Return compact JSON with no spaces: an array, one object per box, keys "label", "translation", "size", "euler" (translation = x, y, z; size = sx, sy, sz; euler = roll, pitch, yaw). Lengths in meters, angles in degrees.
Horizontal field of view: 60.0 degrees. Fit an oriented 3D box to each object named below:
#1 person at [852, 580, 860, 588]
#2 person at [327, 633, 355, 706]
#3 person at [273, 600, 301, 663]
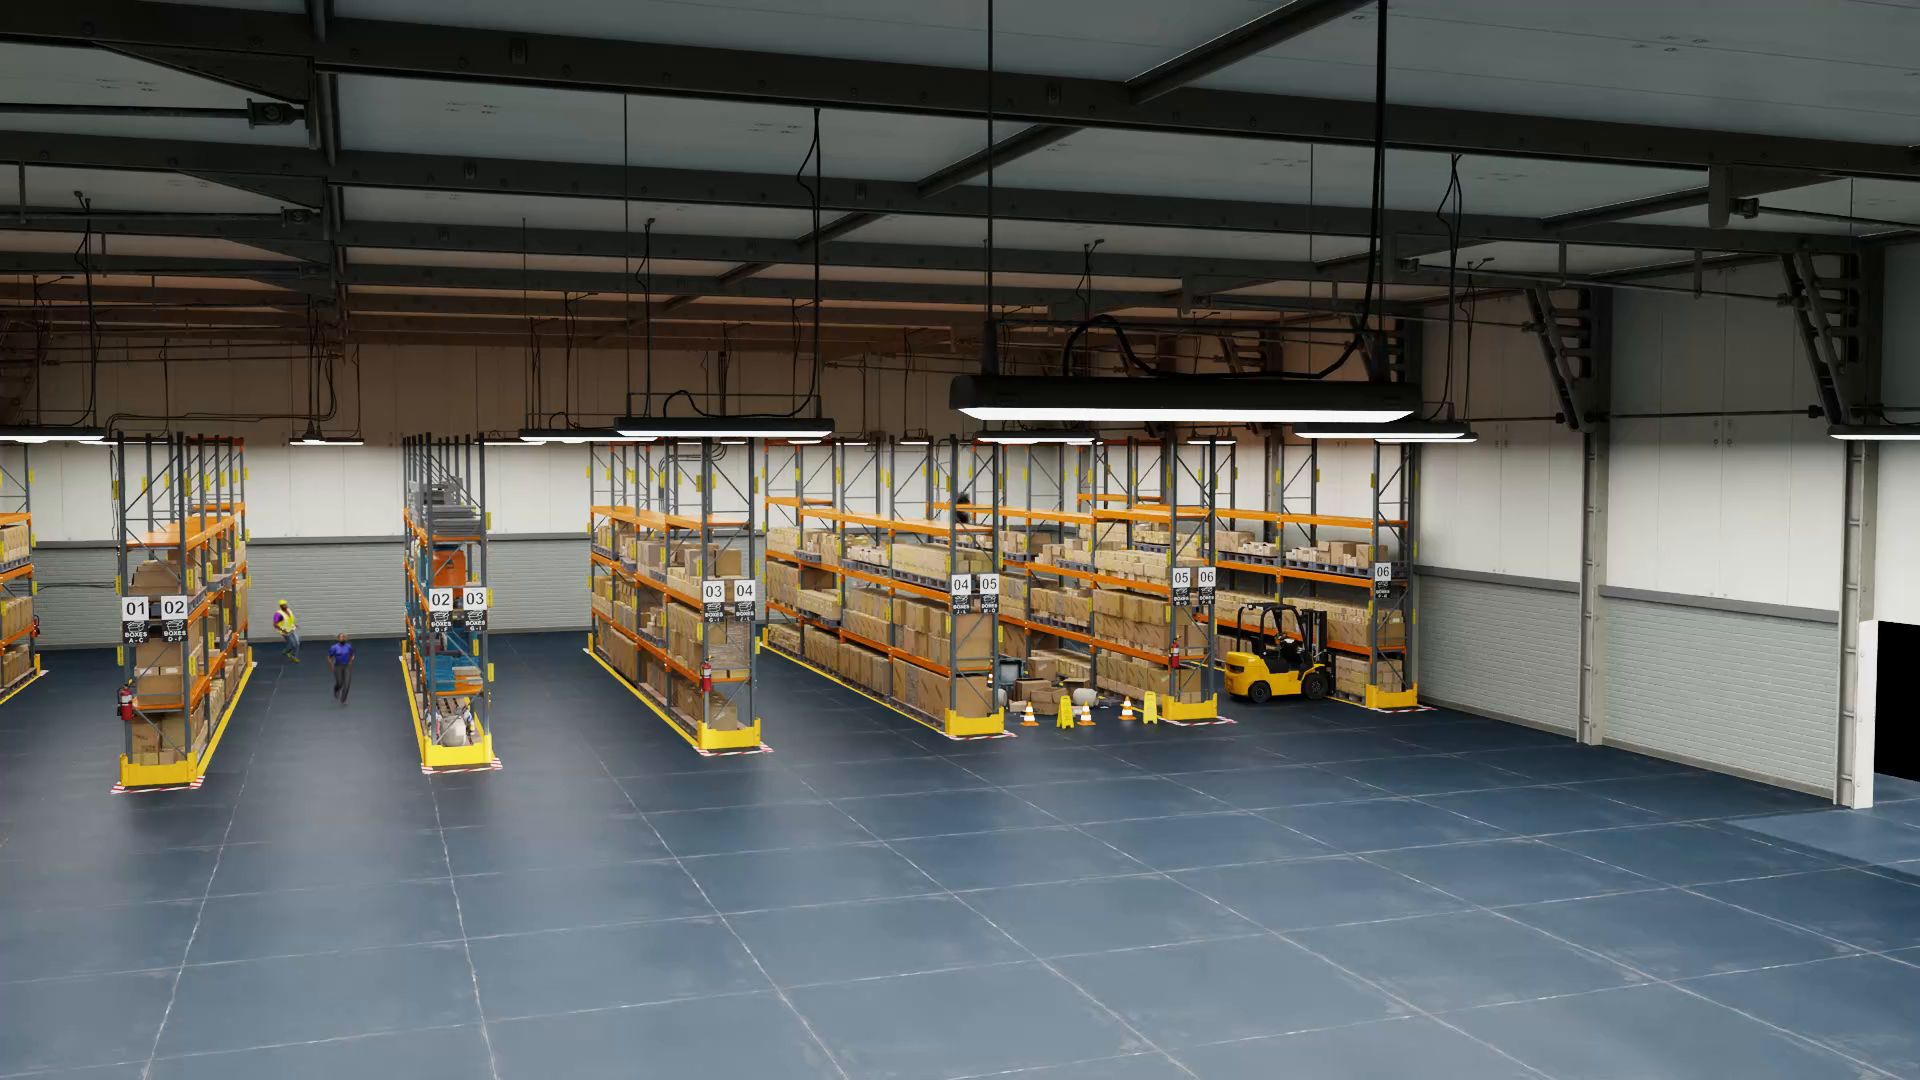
[{"label":"person","translation":[-3.228,2.054,51.578],"size":[0.594,1.617,0.563],"euler":[-3,4,-41]},{"label":"person","translation":[-13.765,2.880,37.041],"size":[0.581,1.603,0.560],"euler":[-2,4,-33]},{"label":"person","translation":[-17.918,2.429,44.241],"size":[0.547,1.700,0.714],"euler":[1,3,24]}]
